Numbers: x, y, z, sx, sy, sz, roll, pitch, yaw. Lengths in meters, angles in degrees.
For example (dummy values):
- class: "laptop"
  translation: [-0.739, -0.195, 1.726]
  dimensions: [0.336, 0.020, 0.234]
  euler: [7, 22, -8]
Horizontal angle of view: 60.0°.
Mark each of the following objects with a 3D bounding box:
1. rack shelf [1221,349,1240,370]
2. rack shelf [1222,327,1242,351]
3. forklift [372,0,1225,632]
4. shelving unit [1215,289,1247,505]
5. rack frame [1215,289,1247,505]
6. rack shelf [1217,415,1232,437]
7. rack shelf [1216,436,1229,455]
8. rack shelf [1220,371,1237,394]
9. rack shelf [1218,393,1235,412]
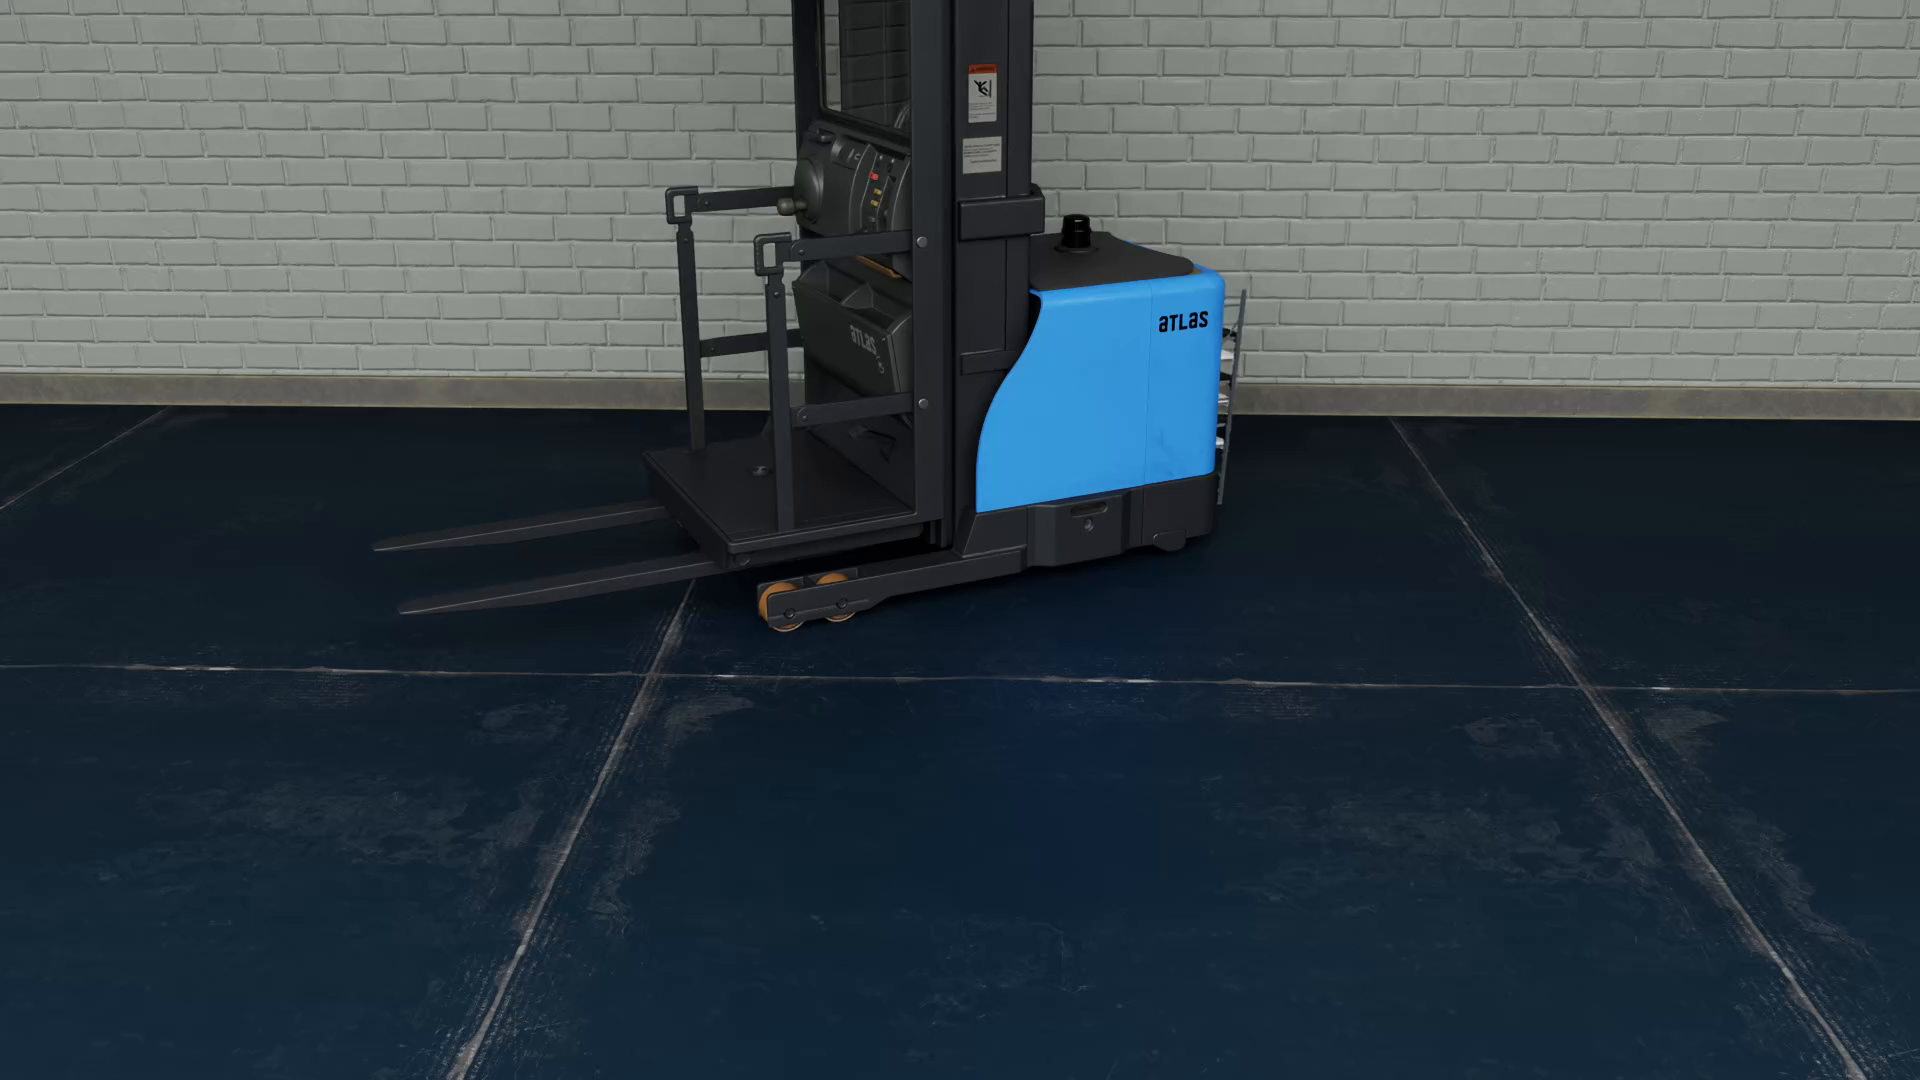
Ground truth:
- class: "rack shelf"
  translation: [0.969, -0.732, 6.744]
  dimensions: [0.258, 0.077, 0.200]
  euler: [-6, 22, -25]
- class: "rack shelf"
  translation: [0.974, -0.817, 6.714]
  dimensions: [0.258, 0.077, 0.200]
  euler: [-6, 22, -25]
- class: "forklift"
  translation: [-0.567, -1.269, 5.746]
  dimensions: [3.031, 2.935, 1.130]
  euler: [-10, 23, -24]
- class: "shelving unit"
  translation: [0.960, -0.594, 6.794]
  dimensions: [0.258, 0.900, 0.210]
  euler: [-6, 22, -25]
- class: "rack frame"
  translation: [1.004, -0.561, 6.708]
  dimensions: [0.240, 0.900, 0.006]
  euler: [-6, 22, -25]
- class: "rack shelf"
  translation: [0.953, -0.478, 6.835]
  dimensions: [0.258, 0.077, 0.200]
  euler: [-6, 22, -25]
- class: "rack shelf"
  translation: [0.948, -0.394, 6.865]
  dimensions: [0.258, 0.077, 0.200]
  euler: [-6, 22, -25]
- class: "rack shelf"
  translation: [0.964, -0.648, 6.775]
  dimensions: [0.258, 0.077, 0.200]
  euler: [-6, 22, -25]
- class: "rack shelf"
  translation: [0.959, -0.563, 6.805]
  dimensions: [0.258, 0.077, 0.200]
  euler: [-6, 22, -25]
